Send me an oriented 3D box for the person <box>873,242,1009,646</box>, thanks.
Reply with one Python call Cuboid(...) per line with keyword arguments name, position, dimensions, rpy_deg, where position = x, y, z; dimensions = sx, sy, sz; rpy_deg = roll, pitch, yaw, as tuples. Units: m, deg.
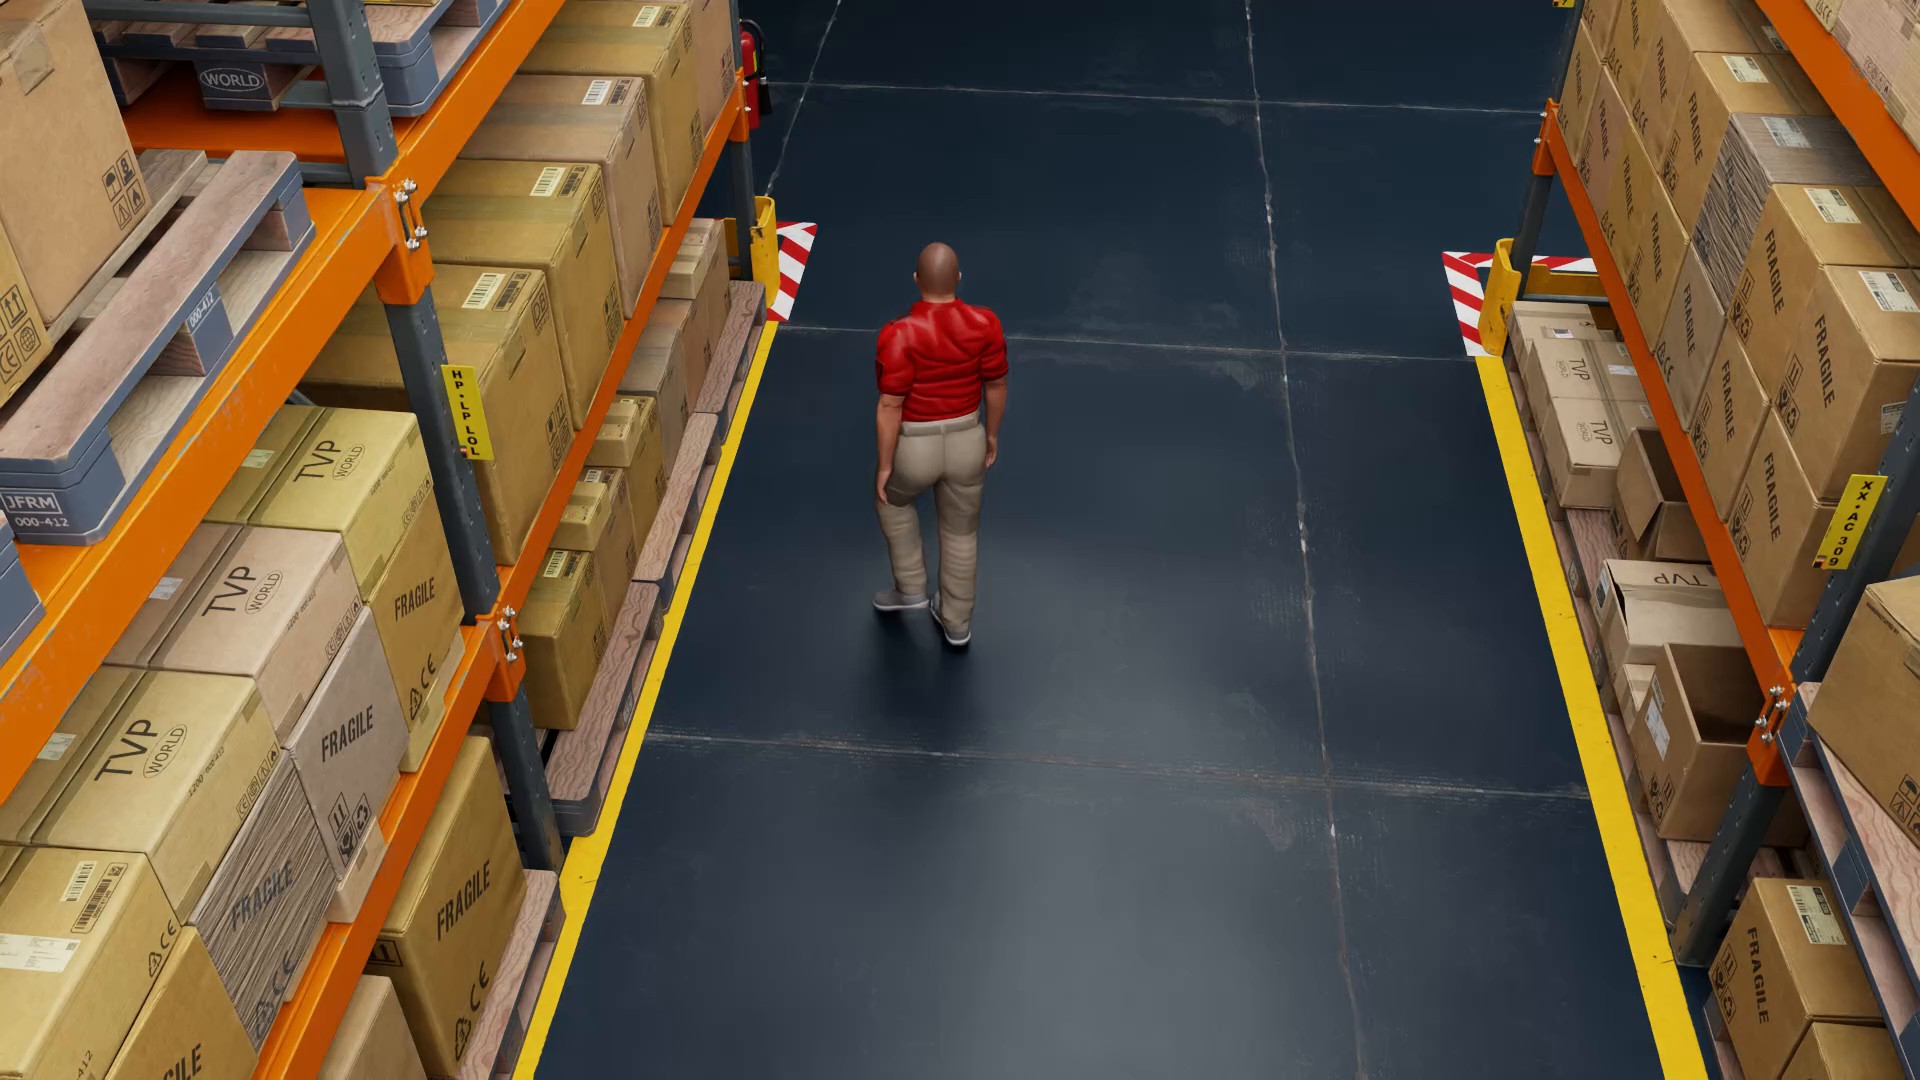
Cuboid(name="person", position=(-0.079, -0.348, 6.586), dimensions=(0.570, 1.739, 0.528), rpy_deg=(-10, 41, -12))
